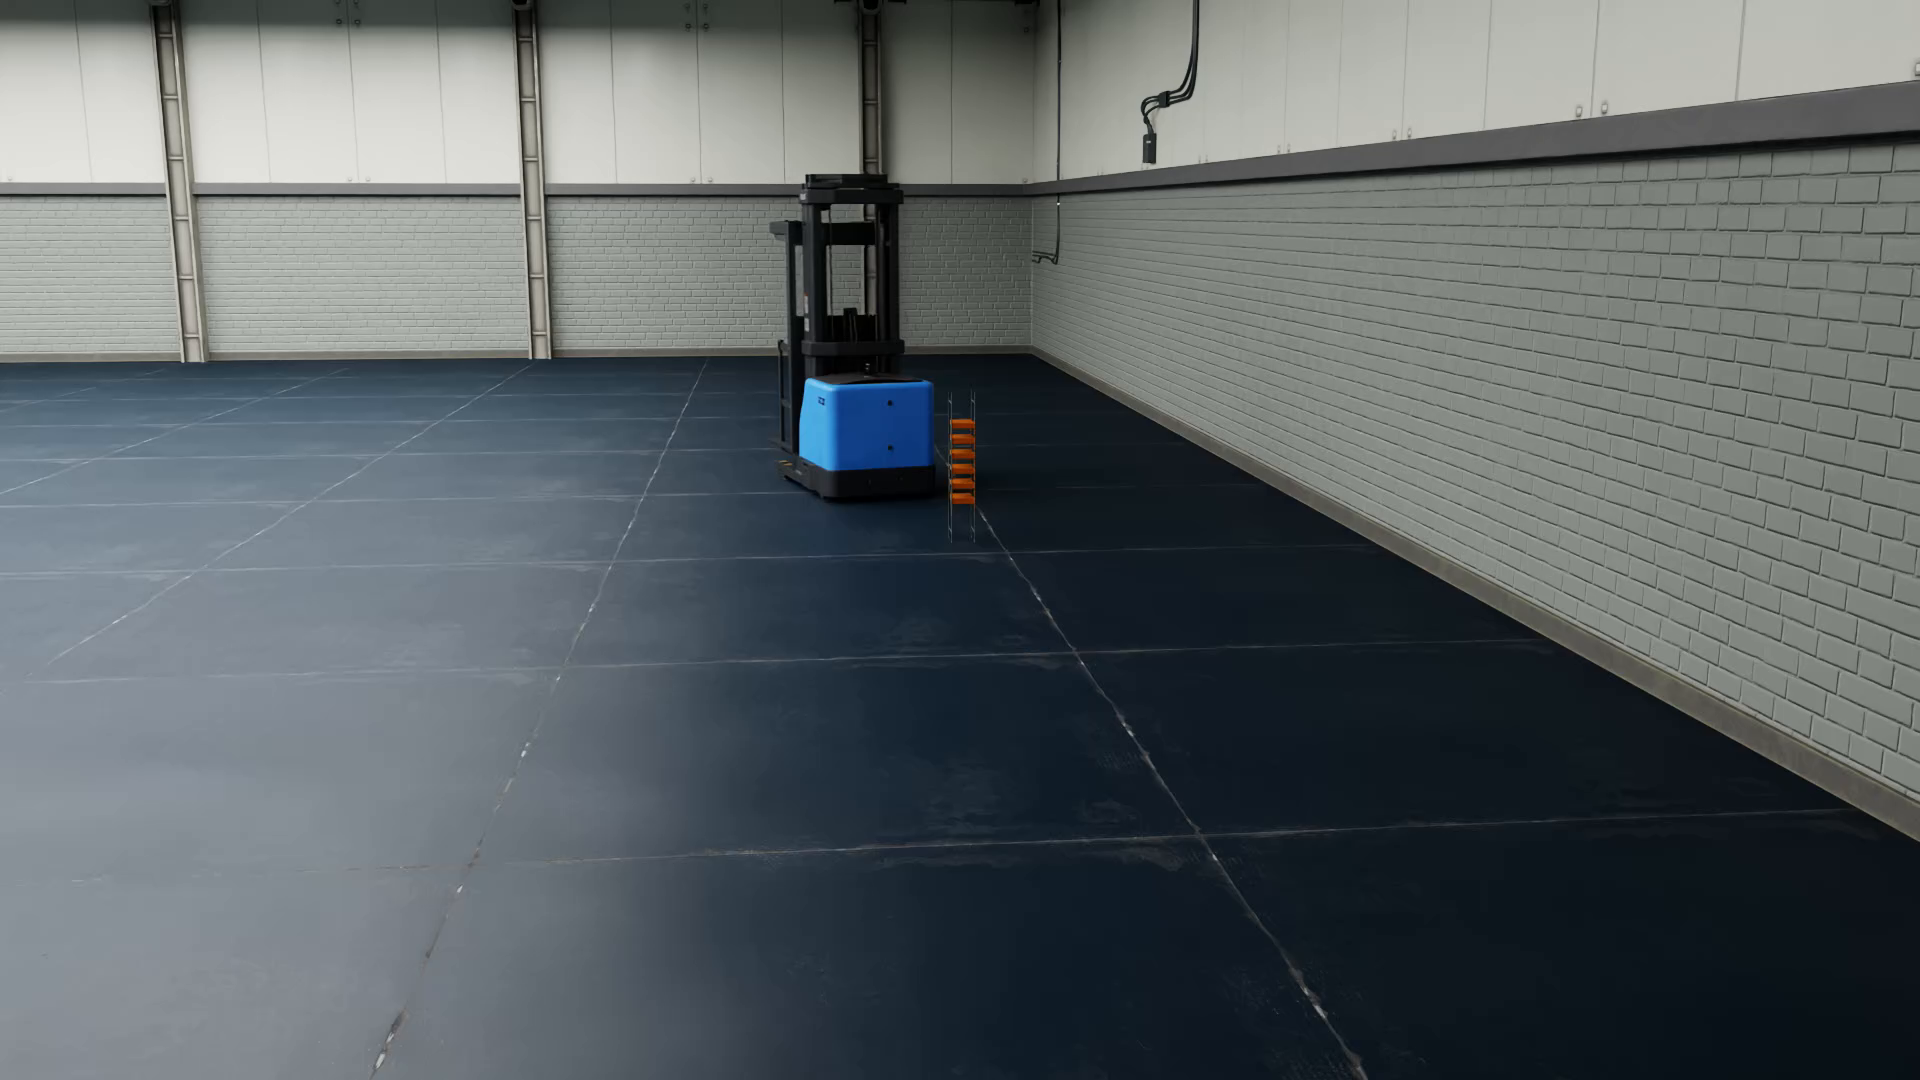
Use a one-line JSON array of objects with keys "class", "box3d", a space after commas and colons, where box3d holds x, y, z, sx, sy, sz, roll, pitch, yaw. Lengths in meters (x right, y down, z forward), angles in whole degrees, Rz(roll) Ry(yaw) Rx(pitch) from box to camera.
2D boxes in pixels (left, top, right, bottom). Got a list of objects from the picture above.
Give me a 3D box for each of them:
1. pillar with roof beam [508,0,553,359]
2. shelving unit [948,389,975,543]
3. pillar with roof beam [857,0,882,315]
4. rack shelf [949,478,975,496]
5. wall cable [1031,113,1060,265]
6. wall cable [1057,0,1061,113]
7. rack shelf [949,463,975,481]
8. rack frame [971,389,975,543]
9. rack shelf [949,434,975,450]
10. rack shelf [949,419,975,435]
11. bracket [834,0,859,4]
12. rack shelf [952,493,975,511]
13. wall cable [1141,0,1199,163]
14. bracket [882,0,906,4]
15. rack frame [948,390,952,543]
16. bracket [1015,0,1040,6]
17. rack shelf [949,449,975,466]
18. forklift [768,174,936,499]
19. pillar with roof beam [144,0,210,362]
[{"class": "pillar with roof beam", "box3d": [-7.116, -6.881, 25.041, 0.548, 9.000, 9.100, -1, 11, -6]}, {"class": "shelving unit", "box3d": [0.014, -0.589, 13.254, 0.189, 1.200, 0.258, -1, 11, -6]}, {"class": "pillar with roof beam", "box3d": [-1.151, -7.006, 25.677, 0.548, 9.000, 9.100, -1, 11, -6]}, {"class": "rack shelf", "box3d": [0.014, -0.428, 13.286, 0.180, 0.103, 0.258, -1, 11, -6]}, {"class": "wall cable", "box3d": [1.456, -6.116, 29.198, 0.112, 2.526, 3.097, -1, 11, -6]}, {"class": "wall cable", "box3d": [1.748, -8.075, 26.072, 0.112, 2.526, 3.097, -1, 11, -6]}, {"class": "rack shelf", "box3d": [0.014, -0.545, 13.262, 0.180, 0.103, 0.258, -1, 11, -6]}, {"class": "rack frame", "box3d": [0.105, -0.591, 13.263, 0.006, 1.200, 0.240, -1, 11, -6]}, {"class": "rack shelf", "box3d": [0.014, -0.781, 13.216, 0.180, 0.103, 0.258, -1, 11, -6]}, {"class": "rack shelf", "box3d": [0.014, -0.899, 13.193, 0.180, 0.103, 0.258, -1, 11, -6]}, {"class": "bracket", "box3d": [-1.990, -9.521, 29.139, 0.430, 0.232, 0.235, -1, 11, -6]}, {"class": "rack shelf", "box3d": [0.014, -0.310, 13.309, 0.180, 0.103, 0.258, -1, 11, -6]}, {"class": "wall cable", "box3d": [2.465, -7.487, 19.308, 0.169, 6.003, 2.305, -1, 11, -6]}, {"class": "bracket", "box3d": [-1.165, -9.538, 29.227, 0.430, 0.232, 0.235, -1, 11, -6]}, {"class": "rack frame", "box3d": [-0.077, -0.587, 13.244, 0.006, 1.200, 0.240, -1, 11, -6]}, {"class": "bracket", "box3d": [1.191, -9.588, 29.478, 0.430, 0.232, 0.235, -1, 11, -6]}, {"class": "rack shelf", "box3d": [0.014, -0.663, 13.239, 0.180, 0.103, 0.258, -1, 11, -6]}, {"class": "forklift", "box3d": [-1.204, -2.053, 16.211, 1.130, 2.935, 3.031, -4, 12, -20]}, {"class": "pillar with roof beam", "box3d": [-13.081, -6.756, 24.406, 0.548, 9.000, 9.100, -1, 11, -6]}]
